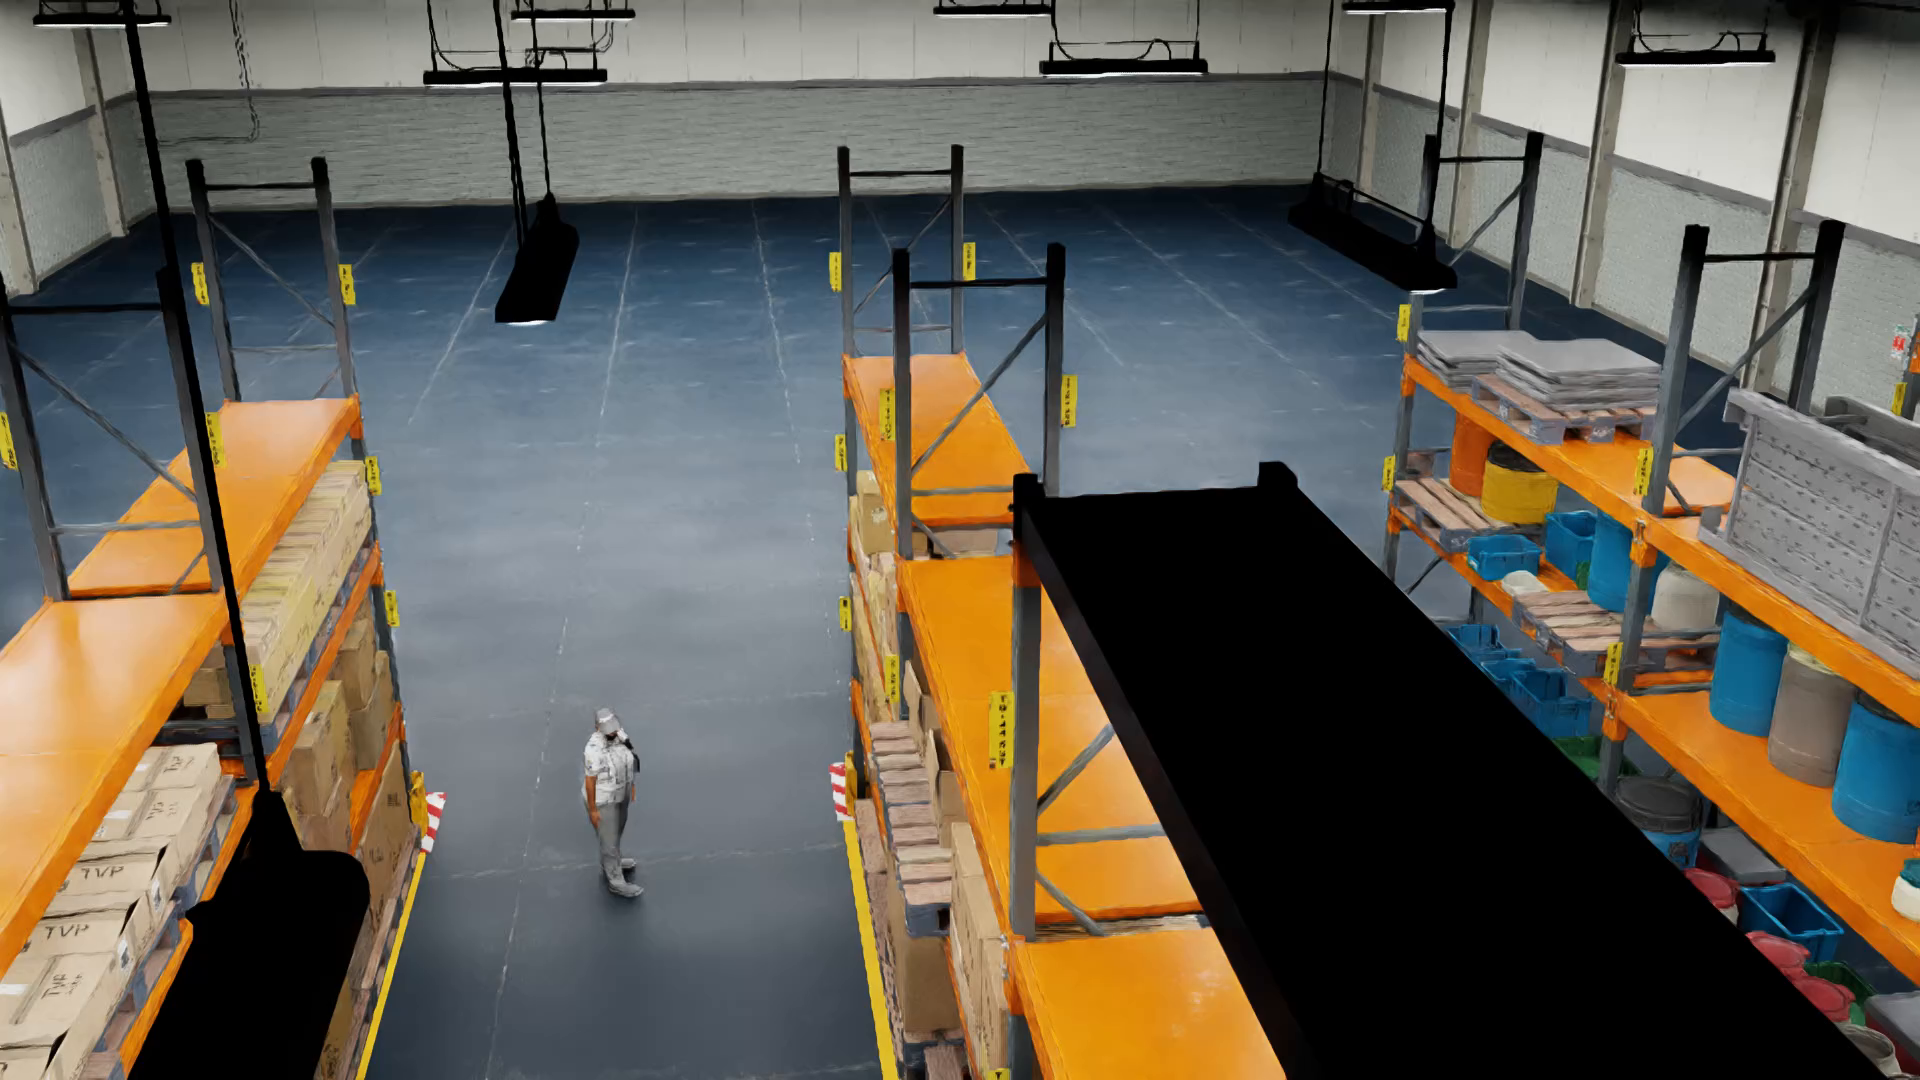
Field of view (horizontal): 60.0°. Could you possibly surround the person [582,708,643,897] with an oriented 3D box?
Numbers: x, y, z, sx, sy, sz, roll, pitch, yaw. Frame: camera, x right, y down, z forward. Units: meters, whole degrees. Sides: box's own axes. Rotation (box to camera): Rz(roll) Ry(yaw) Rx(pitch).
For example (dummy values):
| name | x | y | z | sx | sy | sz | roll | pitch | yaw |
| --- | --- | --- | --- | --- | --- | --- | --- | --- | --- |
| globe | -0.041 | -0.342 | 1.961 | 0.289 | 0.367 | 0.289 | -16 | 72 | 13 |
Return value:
| name | x | y | z | sx | sy | sz | roll | pitch | yaw |
| --- | --- | --- | --- | --- | --- | --- | --- | --- | --- |
| person | -2.892 | 2.152 | 13.926 | 0.556 | 1.659 | 0.598 | 8 | 23 | 20 |
